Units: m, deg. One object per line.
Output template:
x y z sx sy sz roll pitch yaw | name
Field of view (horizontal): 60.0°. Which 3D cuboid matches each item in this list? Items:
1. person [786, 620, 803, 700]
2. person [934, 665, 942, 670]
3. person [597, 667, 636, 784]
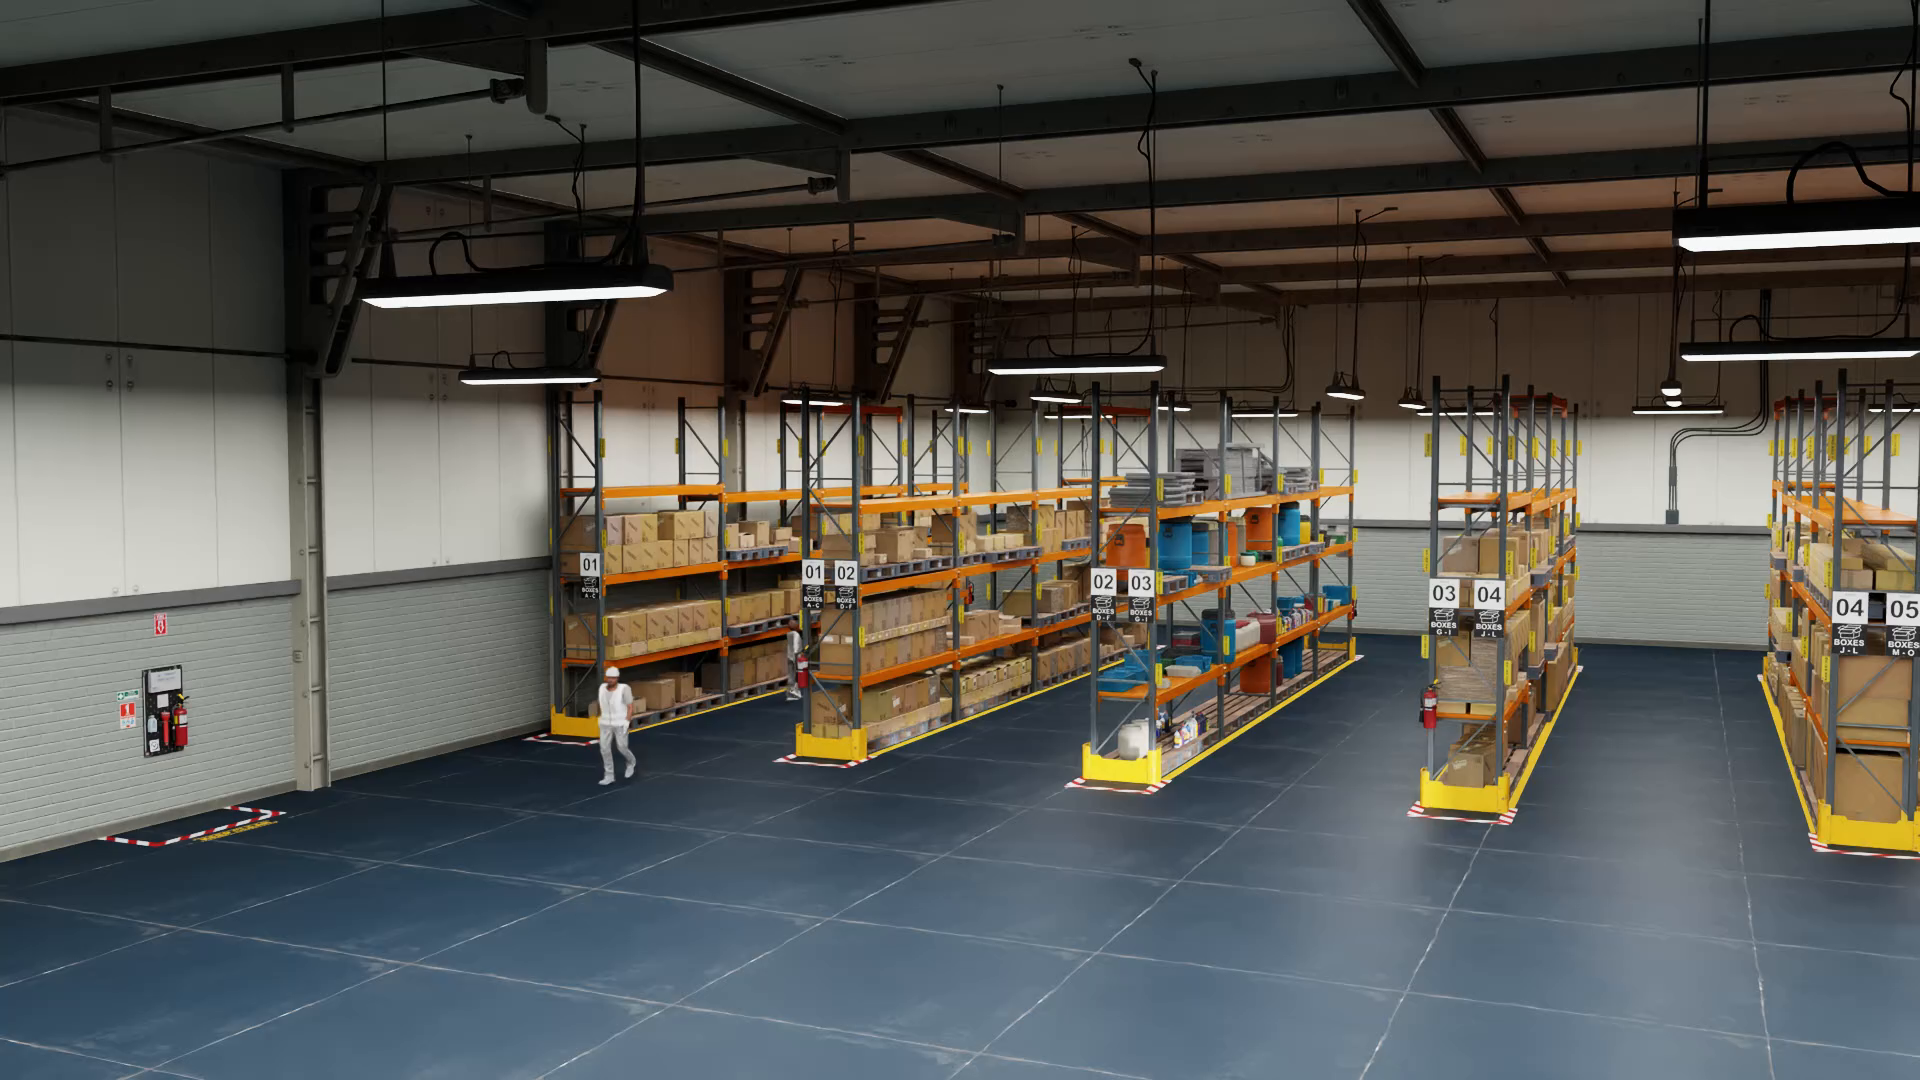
-3.289 2.377 32.982 0.445 1.578 0.470 2 4 37 | person
-0.663 2.220 34.646 0.655 1.706 1.085 1 3 25 | person
-5.160 2.752 24.918 0.613 1.765 0.666 1 3 10 | person
